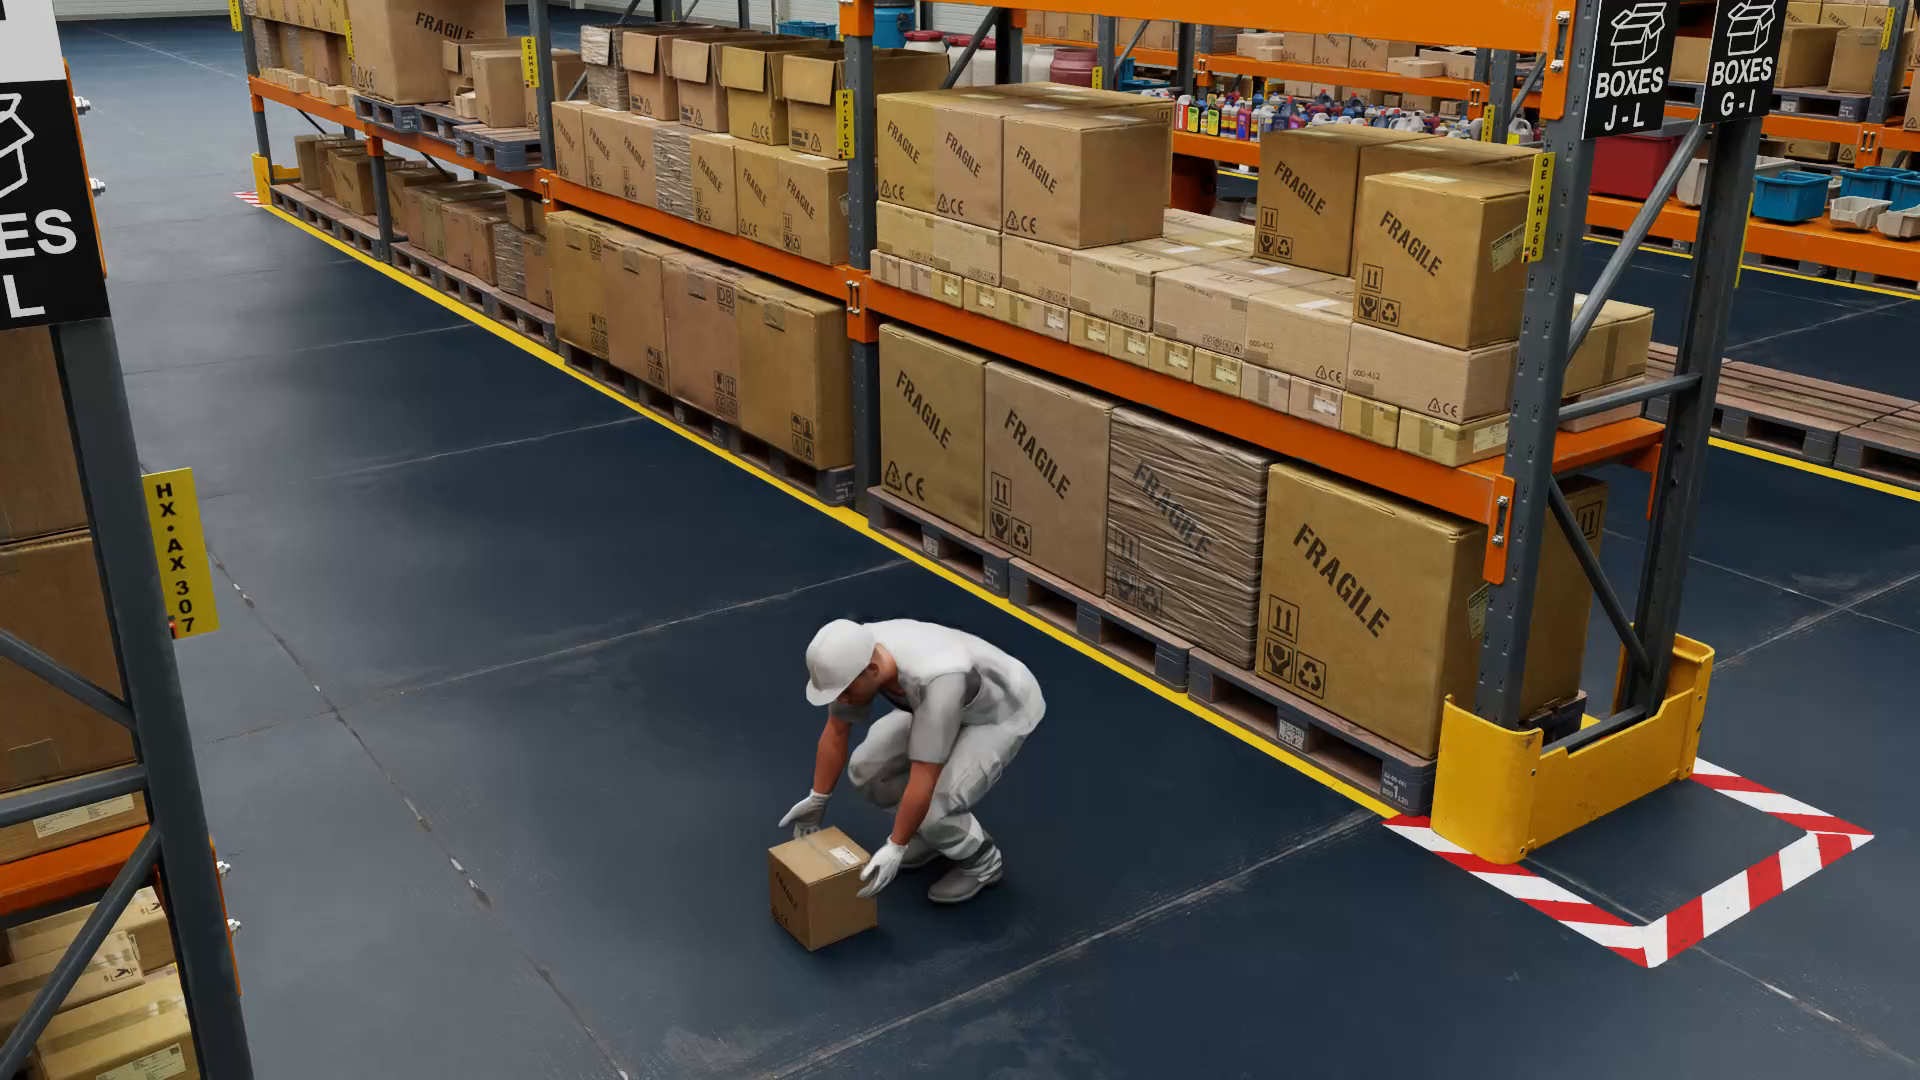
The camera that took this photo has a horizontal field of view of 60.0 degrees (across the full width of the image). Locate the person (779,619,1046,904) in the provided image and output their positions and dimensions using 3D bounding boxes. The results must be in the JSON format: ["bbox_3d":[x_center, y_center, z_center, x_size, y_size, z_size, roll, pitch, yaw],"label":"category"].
[{"bbox_3d":[-0.113,0.665,5.341,0.870,1.065,0.578,-15,25,-33],"label":"person"}]
